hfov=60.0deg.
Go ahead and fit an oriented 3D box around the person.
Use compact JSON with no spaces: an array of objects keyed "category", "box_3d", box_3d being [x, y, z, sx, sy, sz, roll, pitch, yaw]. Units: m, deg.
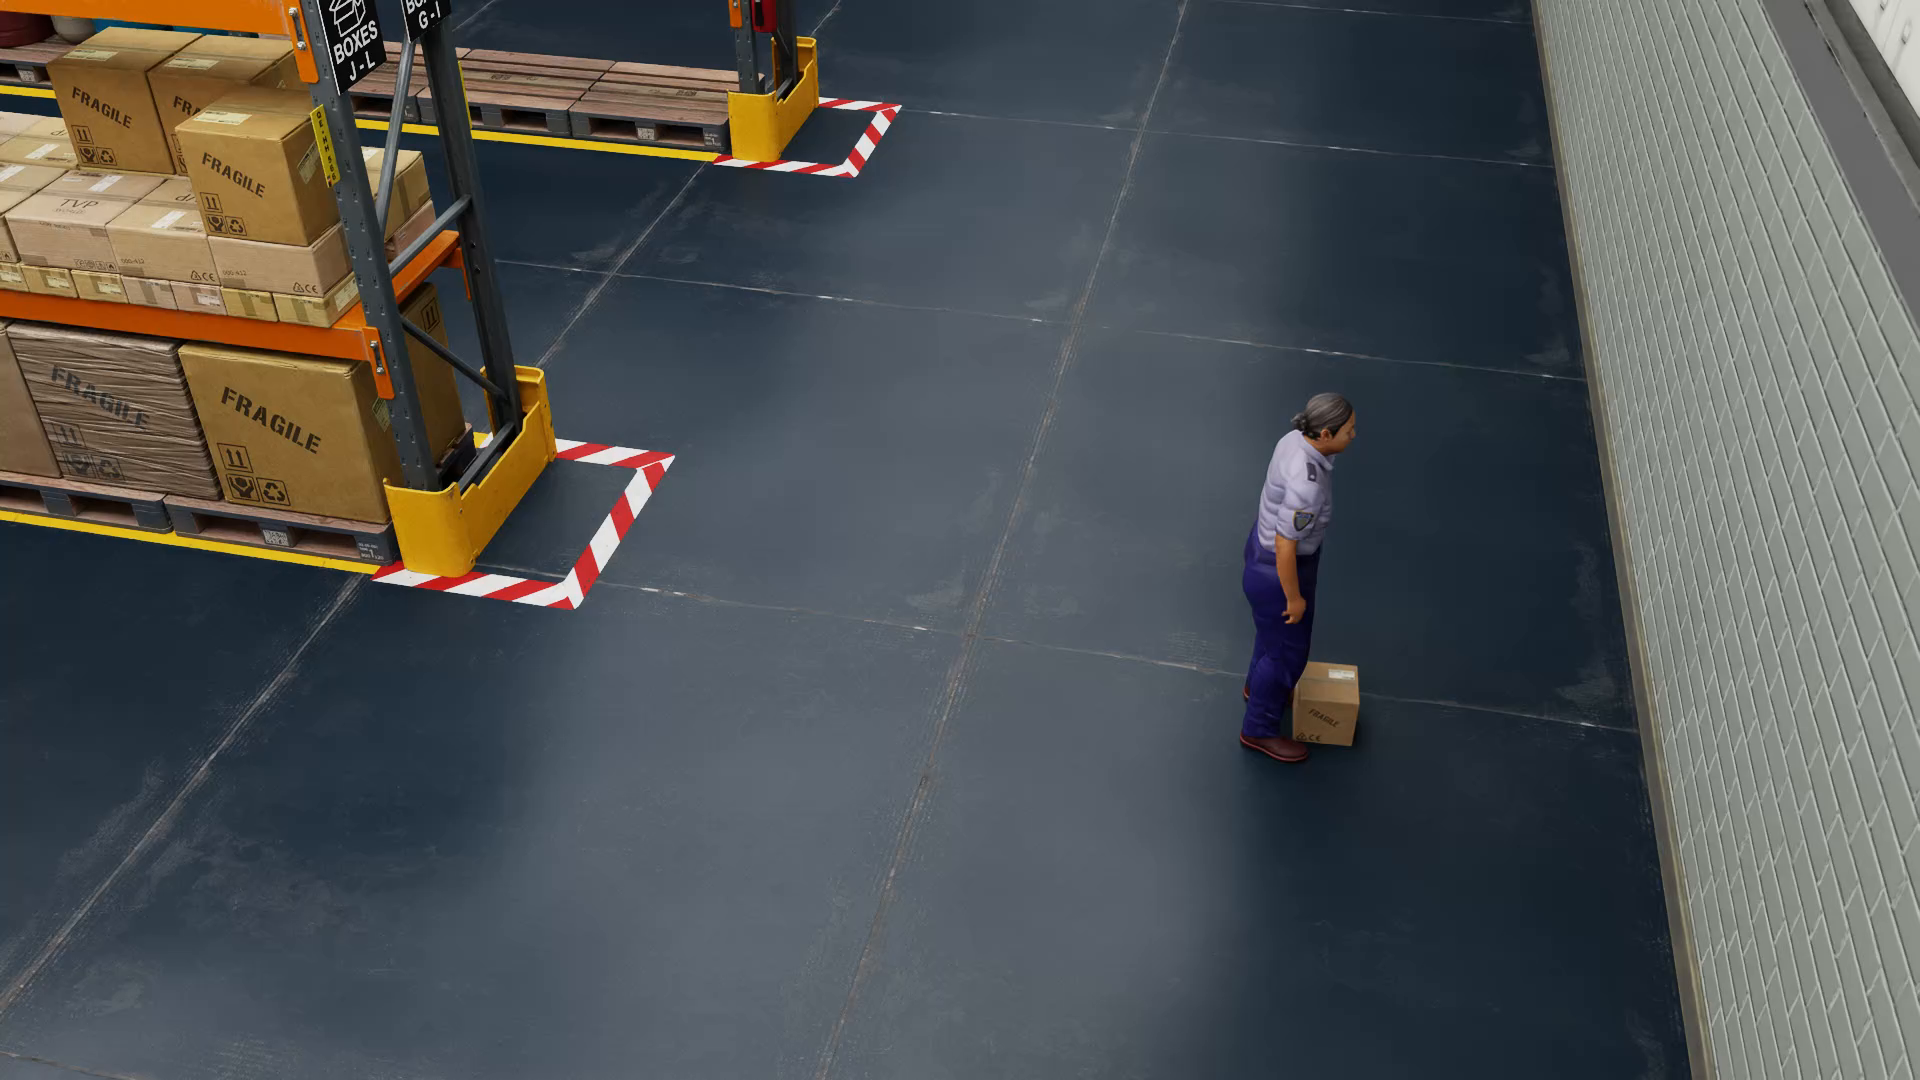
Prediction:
[{"category":"person","box_3d":[1.365,0.123,6.807,0.341,1.650,0.548,6,37,8]}]
